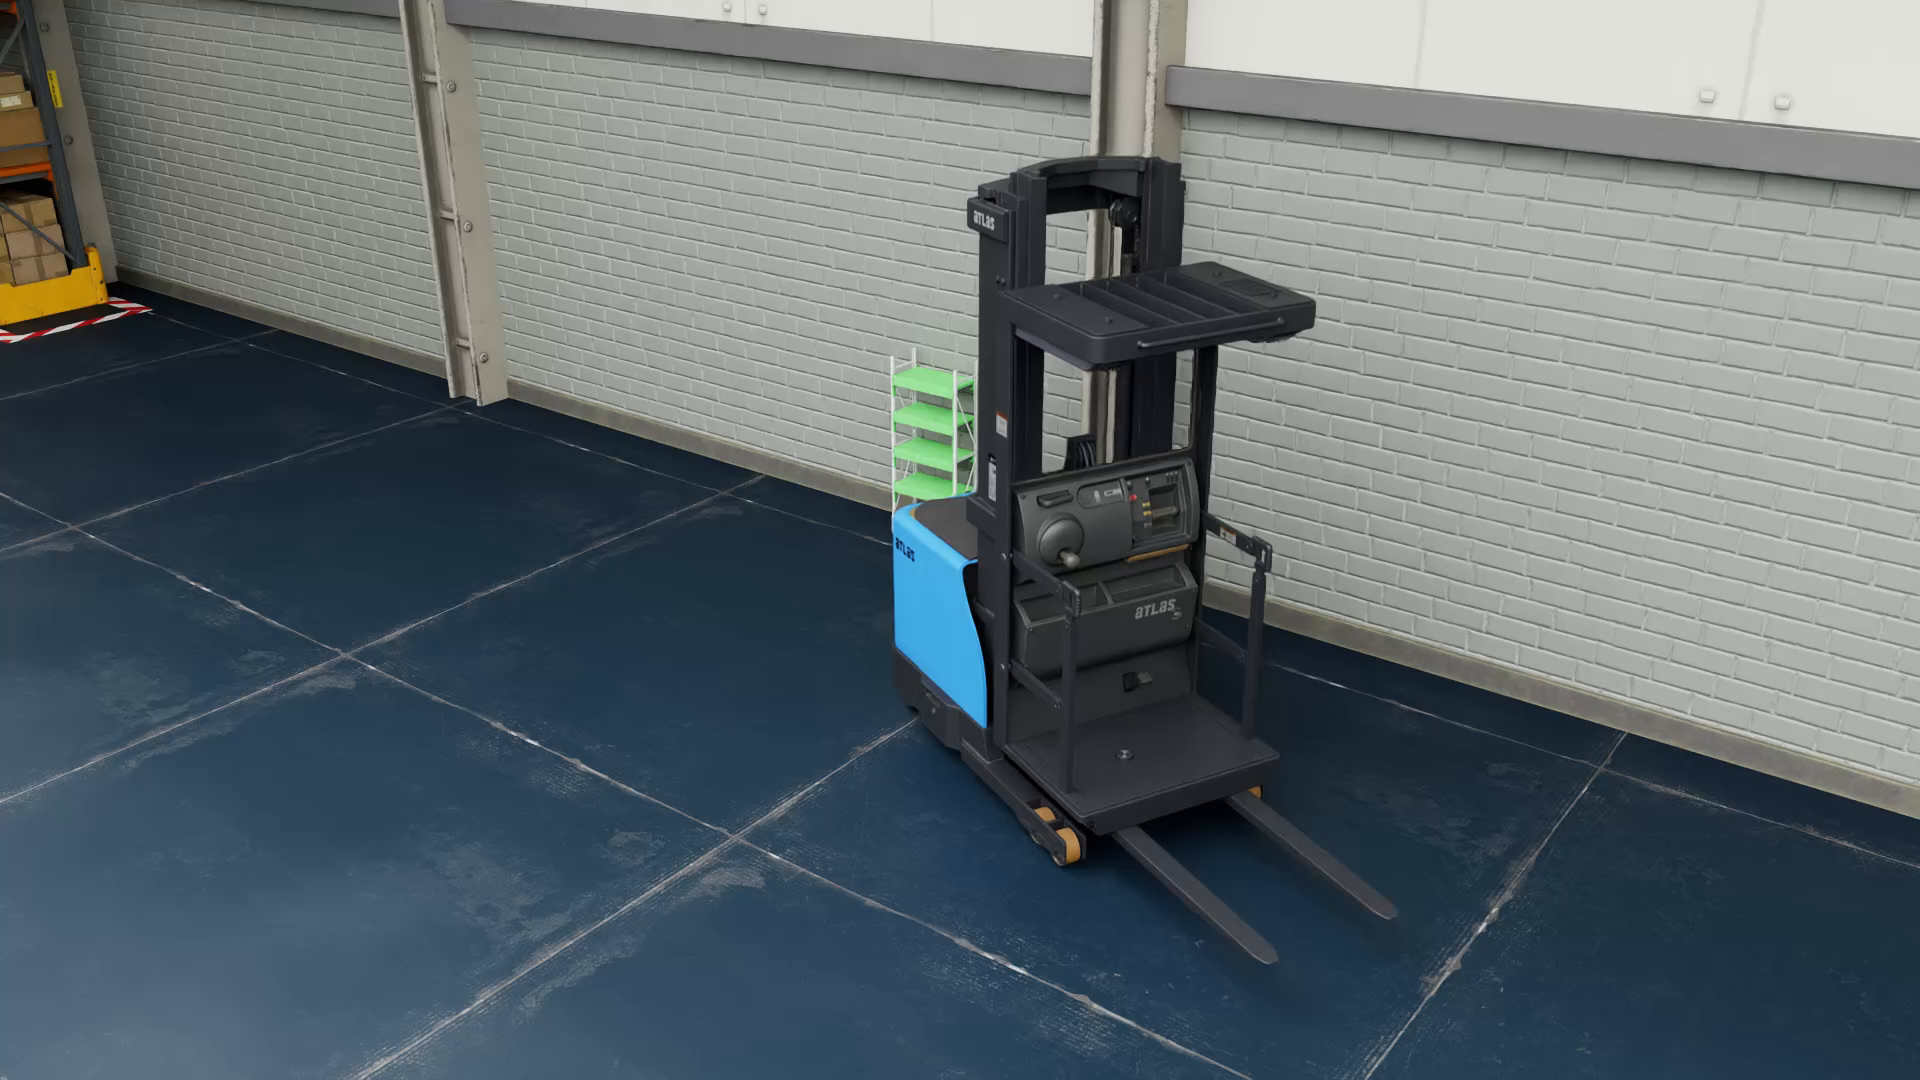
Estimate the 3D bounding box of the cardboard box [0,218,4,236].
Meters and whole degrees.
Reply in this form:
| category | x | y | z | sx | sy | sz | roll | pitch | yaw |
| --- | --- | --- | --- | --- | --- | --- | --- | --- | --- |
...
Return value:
| category | x | y | z | sx | sy | sz | roll | pitch | yaw |
| --- | --- | --- | --- | --- | --- | --- | --- | --- | --- |
| cardboard box | -9.194 | -2.921 | 15.308 | 0.500 | 0.250 | 0.500 | 18 | 29 | 35 |

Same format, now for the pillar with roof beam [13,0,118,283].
| category | x | y | z | sx | sy | sz | roll | pitch | yaw |
| --- | --- | --- | --- | --- | --- | --- | --- | --- | --- |
| pillar with roof beam | -11.237 | -5.334 | 11.695 | 0.400 | 9.000 | 9.100 | 17 | 29 | 33 |

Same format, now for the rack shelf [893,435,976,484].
| category | x | y | z | sx | sy | sz | roll | pitch | yaw |
| --- | --- | --- | --- | --- | --- | --- | --- | --- | --- |
| rack shelf | -0.161 | -0.515 | 10.588 | 0.480 | 0.148 | 0.258 | 17 | 28 | 33 |

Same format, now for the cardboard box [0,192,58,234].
| category | x | y | z | sx | sy | sz | roll | pitch | yaw |
| --- | --- | --- | --- | --- | --- | --- | --- | --- | --- |
| cardboard box | -8.909 | -3.087 | 15.686 | 0.500 | 0.250 | 0.500 | 16 | 29 | 33 |

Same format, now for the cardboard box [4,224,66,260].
| category | x | y | z | sx | sy | sz | roll | pitch | yaw |
| --- | --- | --- | --- | --- | --- | --- | --- | --- | --- |
| cardboard box | -8.890 | -2.862 | 15.794 | 0.500 | 0.250 | 0.500 | 17 | 29 | 34 |

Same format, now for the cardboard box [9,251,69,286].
| category | x | y | z | sx | sy | sz | roll | pitch | yaw |
| --- | --- | --- | --- | --- | --- | --- | --- | --- | --- |
| cardboard box | -8.914 | -2.634 | 15.898 | 0.500 | 0.250 | 0.500 | 17 | 29 | 34 |

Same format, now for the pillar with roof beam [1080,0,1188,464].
| category | x | y | z | sx | sy | sz | roll | pitch | yaw |
| --- | --- | --- | --- | --- | --- | --- | --- | --- | --- |
| pillar with roof beam | -1.634 | -2.432 | 5.109 | 0.400 | 9.000 | 9.100 | 17 | 29 | 33 |

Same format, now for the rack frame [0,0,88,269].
| category | x | y | z | sx | sy | sz | roll | pitch | yaw |
| --- | --- | --- | --- | --- | --- | --- | --- | --- | --- |
| rack frame | -8.638 | -3.518 | 15.015 | 0.127 | 3.000 | 1.000 | 17 | 29 | 33 |

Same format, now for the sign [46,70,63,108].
| category | x | y | z | sx | sy | sz | roll | pitch | yaw |
| --- | --- | --- | --- | --- | --- | --- | --- | --- | --- |
| sign | -8.300 | -4.128 | 15.228 | 0.005 | 0.325 | 0.100 | 17 | 29 | 33 |

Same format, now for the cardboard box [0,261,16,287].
| category | x | y | z | sx | sy | sz | roll | pitch | yaw |
| --- | --- | --- | --- | --- | --- | --- | --- | --- | --- |
| cardboard box | -9.204 | -2.464 | 15.511 | 0.500 | 0.250 | 0.500 | 17 | 29 | 34 |

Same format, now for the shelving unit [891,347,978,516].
| category | x | y | z | sx | sy | sz | roll | pitch | yaw |
| --- | --- | --- | --- | --- | --- | --- | --- | --- | --- |
| shelving unit | -0.161 | -0.574 | 10.562 | 0.503 | 1.200 | 0.258 | 17 | 28 | 33 |

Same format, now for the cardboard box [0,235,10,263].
| category | x | y | z | sx | sy | sz | roll | pitch | yaw |
| --- | --- | --- | --- | --- | --- | --- | --- | --- | --- |
| cardboard box | -9.215 | -2.698 | 15.422 | 0.500 | 0.250 | 0.500 | 16 | 29 | 33 |

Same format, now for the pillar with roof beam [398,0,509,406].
| category | x | y | z | sx | sy | sz | roll | pitch | yaw |
| --- | --- | --- | --- | --- | --- | --- | --- | --- | --- |
| pillar with roof beam | -6.435 | -3.883 | 8.402 | 0.400 | 9.000 | 9.100 | 17 | 29 | 33 |

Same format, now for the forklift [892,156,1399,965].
| category | x | y | z | sx | sy | sz | roll | pitch | yaw |
| --- | --- | --- | --- | --- | --- | --- | --- | --- | --- |
| forklift | 0.778 | -0.091 | 7.322 | 1.130 | 2.935 | 3.031 | -12 | 27 | -25 |

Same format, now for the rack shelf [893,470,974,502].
| category | x | y | z | sx | sy | sz | roll | pitch | yaw |
| --- | --- | --- | --- | --- | --- | --- | --- | --- | --- |
| rack shelf | -0.162 | -0.295 | 10.684 | 0.480 | 0.148 | 0.258 | 17 | 28 | 33 |

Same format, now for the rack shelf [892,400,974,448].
| category | x | y | z | sx | sy | sz | roll | pitch | yaw |
| --- | --- | --- | --- | --- | --- | --- | --- | --- | --- |
| rack shelf | -0.160 | -0.735 | 10.492 | 0.480 | 0.148 | 0.258 | 17 | 28 | 33 |

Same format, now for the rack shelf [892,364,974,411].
| category | x | y | z | sx | sy | sz | roll | pitch | yaw |
| --- | --- | --- | --- | --- | --- | --- | --- | --- | --- |
| rack shelf | -0.160 | -0.955 | 10.396 | 0.480 | 0.148 | 0.258 | 17 | 28 | 33 |

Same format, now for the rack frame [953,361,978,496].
| category | x | y | z | sx | sy | sz | roll | pitch | yaw |
| --- | --- | --- | --- | --- | --- | --- | --- | --- | --- |
| rack frame | 0.036 | -0.515 | 10.430 | 0.015 | 1.200 | 0.240 | 17 | 28 | 33 |

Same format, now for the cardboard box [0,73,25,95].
| category | x | y | z | sx | sy | sz | roll | pitch | yaw |
| --- | --- | --- | --- | --- | --- | --- | --- | --- | --- |
| cardboard box | -8.779 | -4.147 | 15.145 | 0.250 | 0.149 | 0.380 | 16 | 28 | 32 |

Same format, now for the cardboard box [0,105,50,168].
| category | x | y | z | sx | sy | sz | roll | pitch | yaw |
| --- | --- | --- | --- | --- | --- | --- | --- | --- | --- |
| cardboard box | -8.868 | -3.774 | 15.470 | 0.500 | 0.500 | 0.500 | 18 | 29 | 35 |

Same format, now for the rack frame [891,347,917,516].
| category | x | y | z | sx | sy | sz | roll | pitch | yaw |
| --- | --- | --- | --- | --- | --- | --- | --- | --- | --- |
| rack frame | -0.358 | -0.632 | 10.695 | 0.015 | 1.200 | 0.240 | 17 | 28 | 33 |

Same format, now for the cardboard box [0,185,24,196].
| category | x | y | z | sx | sy | sz | roll | pitch | yaw |
| --- | --- | --- | --- | --- | --- | --- | --- | --- | --- |
| cardboard box | -9.311 | -3.207 | 15.957 | 0.500 | 0.250 | 0.500 | 17 | 29 | 33 |

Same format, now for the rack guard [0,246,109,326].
| category | x | y | z | sx | sy | sz | roll | pitch | yaw |
| --- | --- | --- | --- | --- | --- | --- | --- | --- | --- |
| rack guard | -8.619 | -2.369 | 15.506 | 0.348 | 0.500 | 1.175 | 17 | 29 | 33 |

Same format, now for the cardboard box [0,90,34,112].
| category | x | y | z | sx | sy | sz | roll | pitch | yaw |
| --- | --- | --- | --- | --- | --- | --- | --- | --- | --- |
| cardboard box | -8.754 | -4.027 | 15.240 | 0.250 | 0.149 | 0.380 | 16 | 28 | 32 |

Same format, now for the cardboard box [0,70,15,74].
| category | x | y | z | sx | sy | sz | roll | pitch | yaw |
| --- | --- | --- | --- | --- | --- | --- | --- | --- | --- |
| cardboard box | -8.954 | -4.232 | 15.337 | 0.250 | 0.149 | 0.380 | 18 | 29 | 35 |

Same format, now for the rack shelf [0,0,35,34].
| category | x | y | z | sx | sy | sz | roll | pitch | yaw |
| --- | --- | --- | --- | --- | --- | --- | --- | --- | --- |
| rack shelf | -10.238 | -5.045 | 15.653 | 4.000 | 0.370 | 1.077 | 17 | 29 | 33 |

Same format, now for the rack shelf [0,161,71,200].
| category | x | y | z | sx | sy | sz | roll | pitch | yaw |
| --- | --- | --- | --- | --- | --- | --- | --- | --- | --- |
| rack shelf | -10.238 | -3.673 | 16.258 | 4.000 | 0.370 | 1.077 | 17 | 29 | 33 |
